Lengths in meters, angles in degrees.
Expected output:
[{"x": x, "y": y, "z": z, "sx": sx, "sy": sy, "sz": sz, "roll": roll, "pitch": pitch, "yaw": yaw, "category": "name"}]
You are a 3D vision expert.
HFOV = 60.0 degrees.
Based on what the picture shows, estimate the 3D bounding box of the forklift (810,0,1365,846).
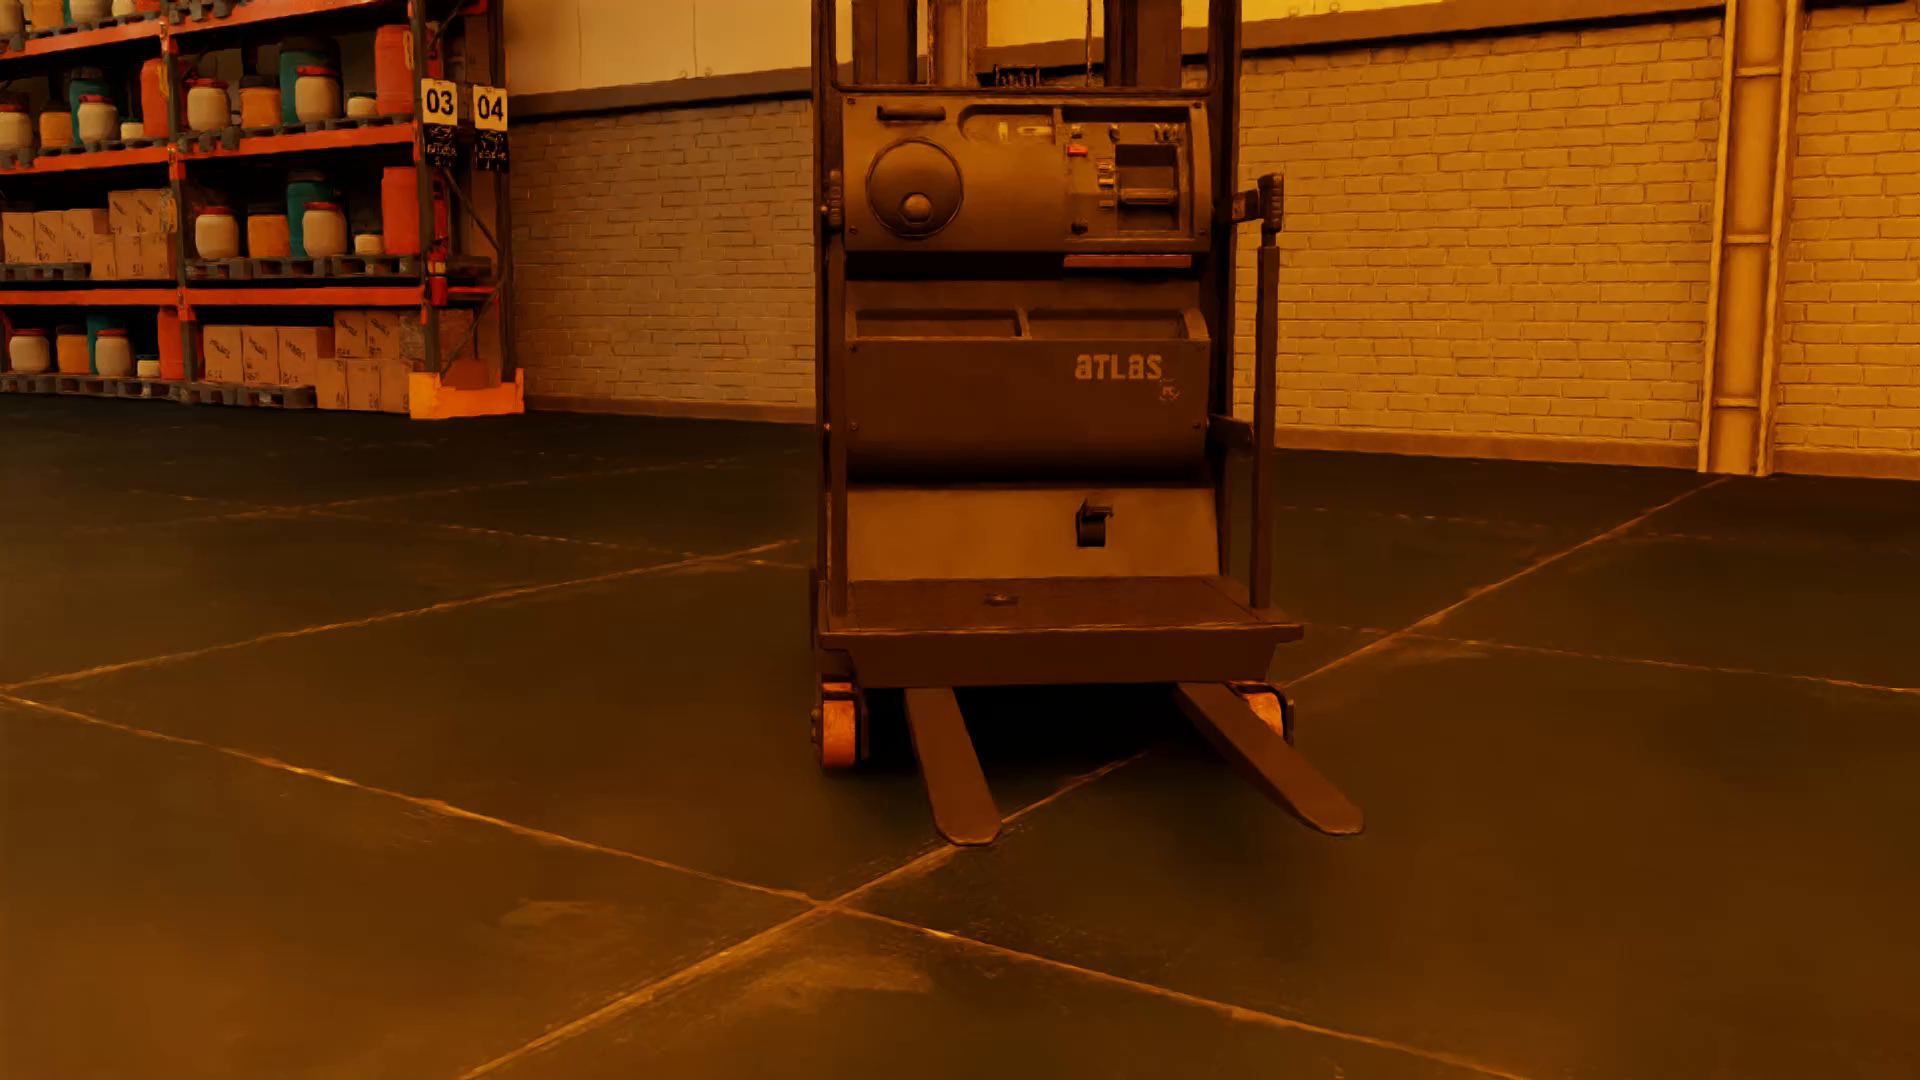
[{"x": 0.190, "y": -0.966, "z": 3.989, "sx": 1.130, "sy": 2.935, "sz": 3.031, "roll": -1, "pitch": 8, "yaw": -5, "category": "forklift"}]
